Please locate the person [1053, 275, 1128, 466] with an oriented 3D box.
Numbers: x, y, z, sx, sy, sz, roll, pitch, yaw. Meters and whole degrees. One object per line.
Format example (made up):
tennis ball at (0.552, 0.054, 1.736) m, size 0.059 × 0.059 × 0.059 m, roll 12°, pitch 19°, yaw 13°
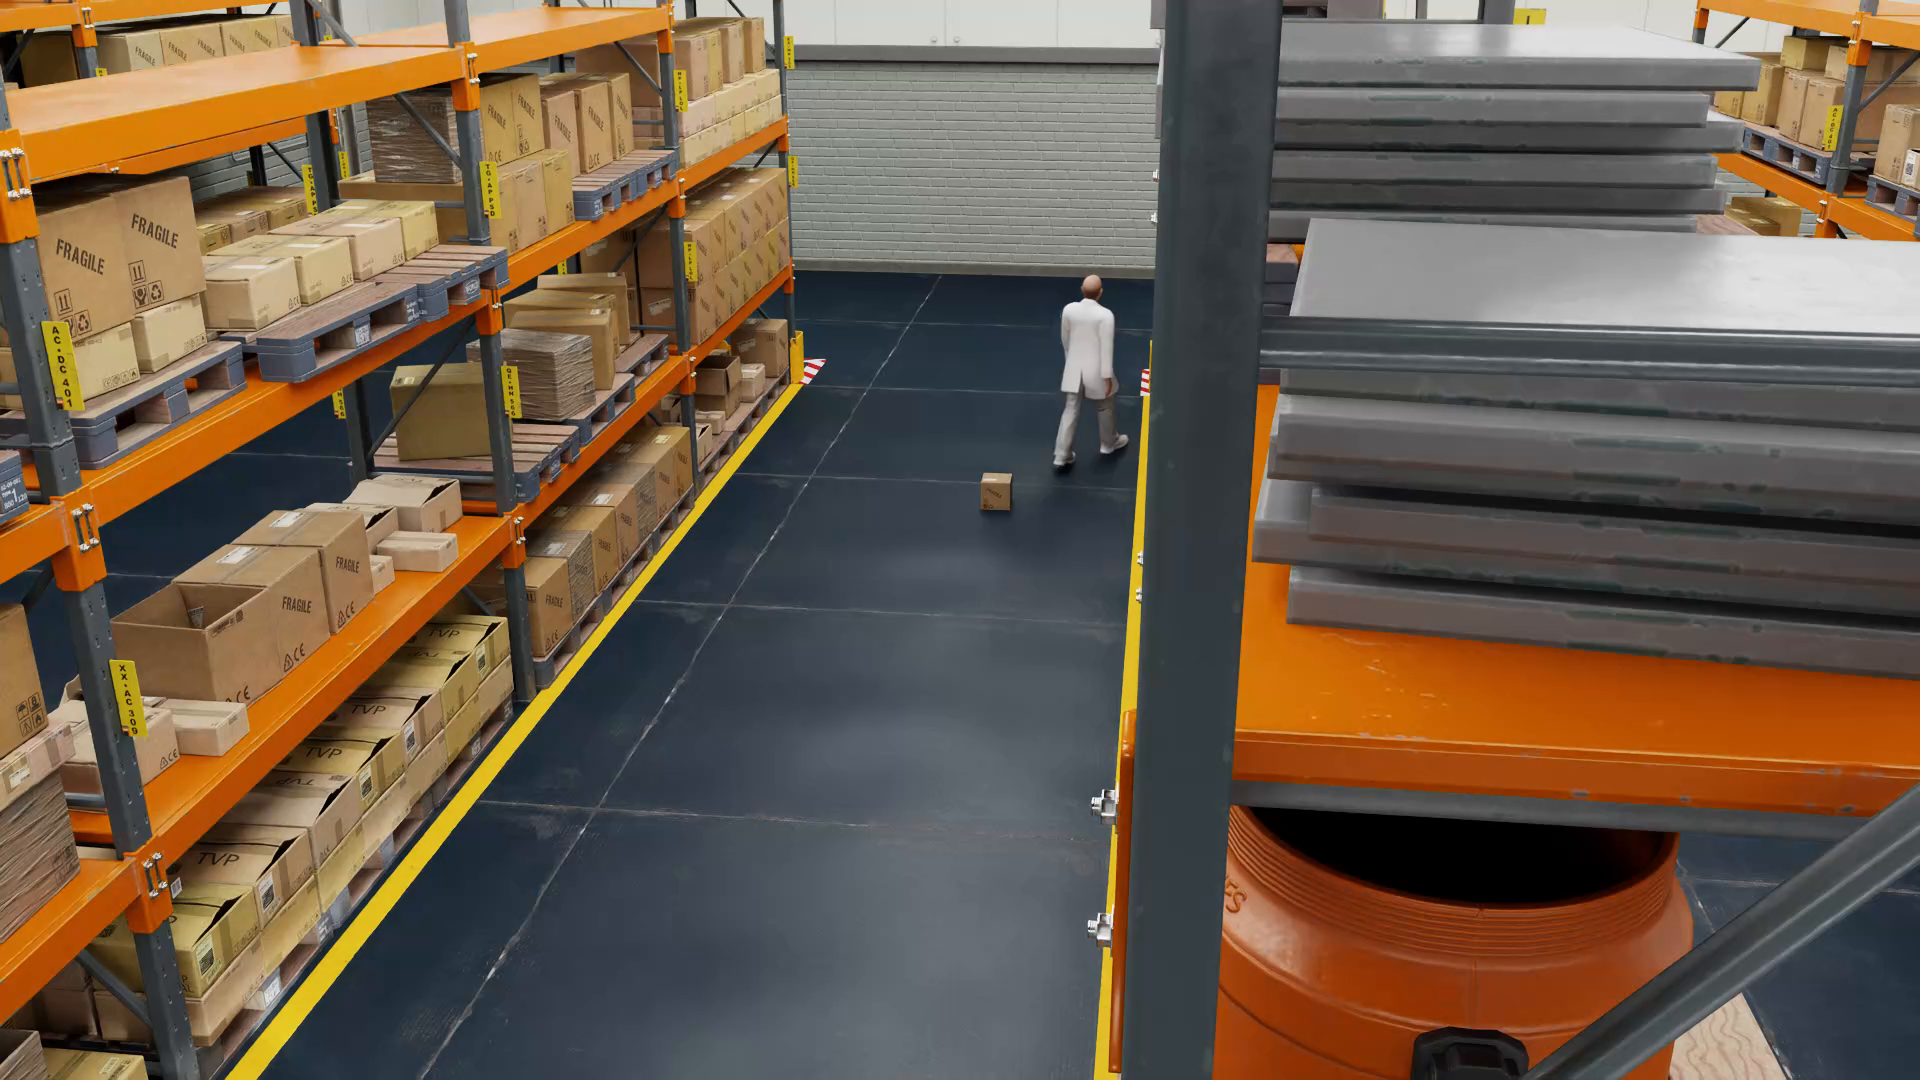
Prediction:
person at (1.199, -1.574, 15.247) m, size 0.598 × 1.720 × 1.063 m, roll 10°, pitch 23°, yaw 25°
